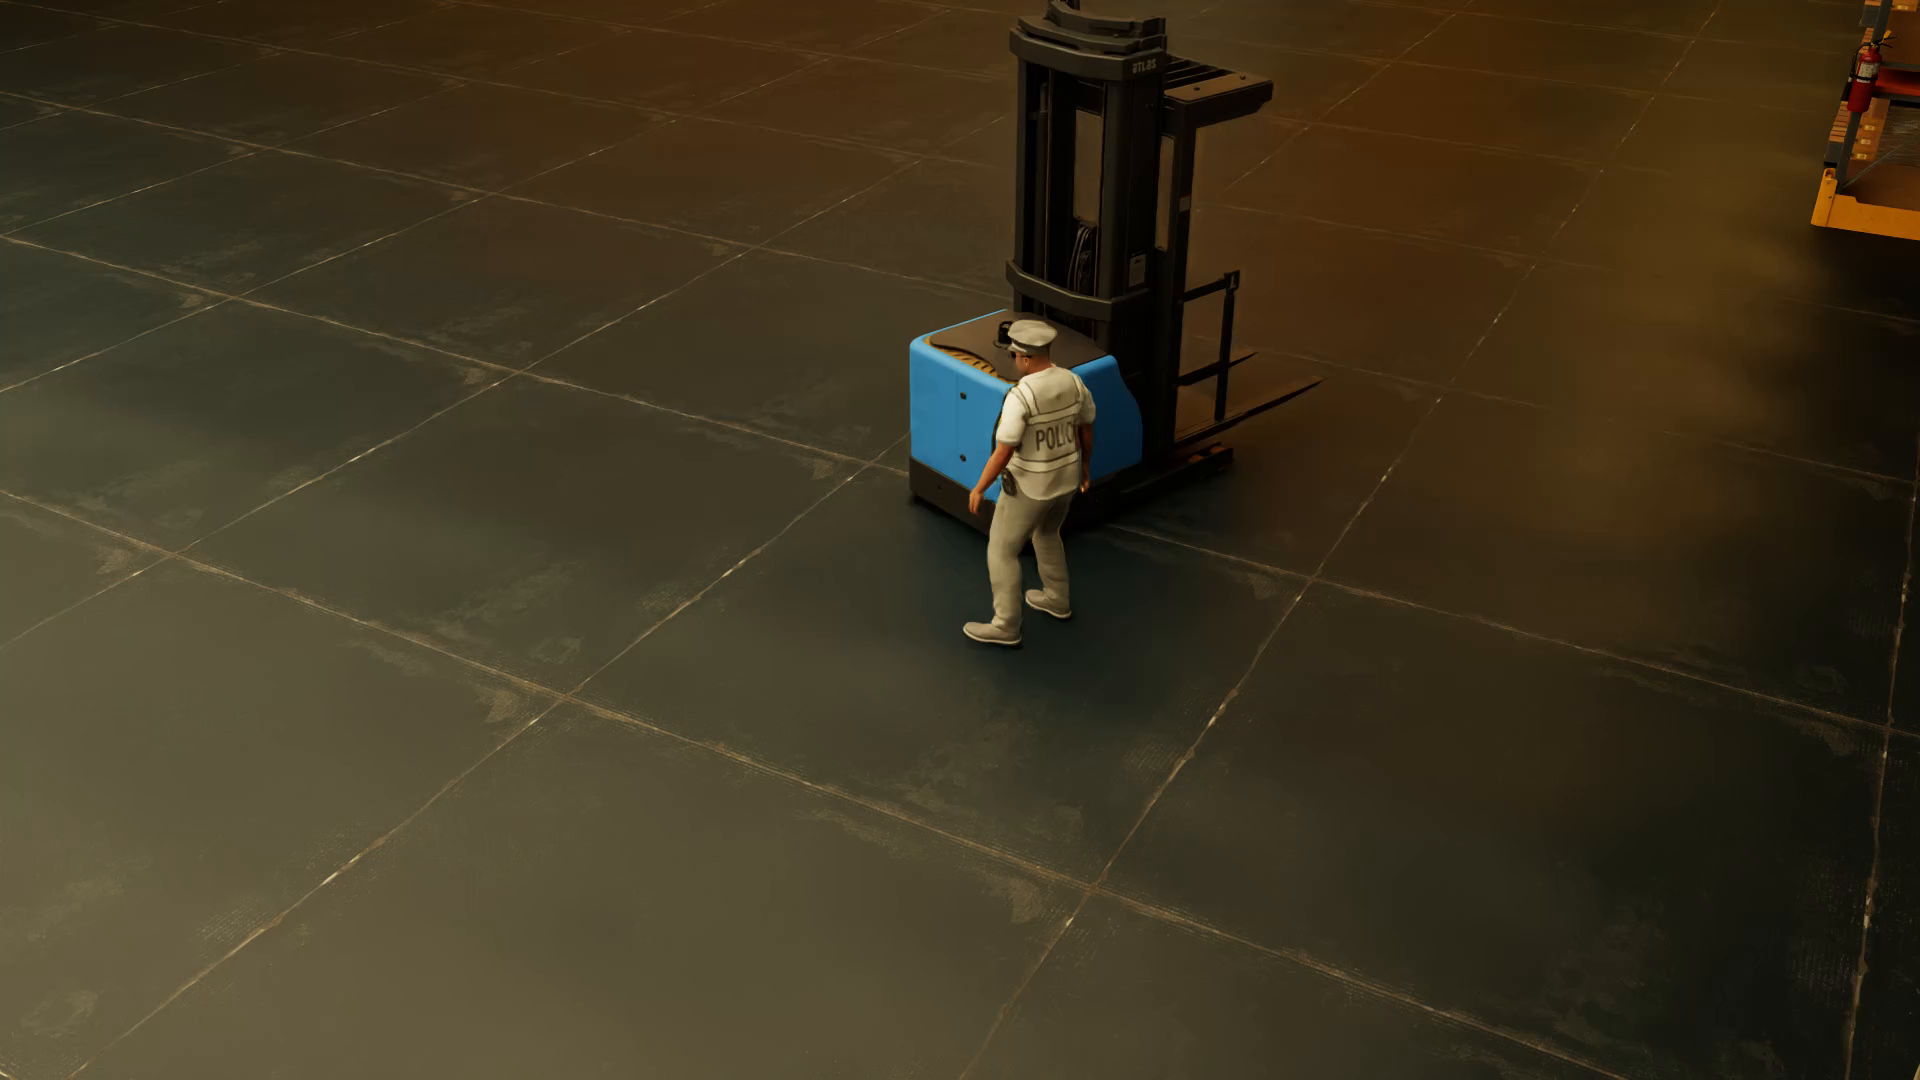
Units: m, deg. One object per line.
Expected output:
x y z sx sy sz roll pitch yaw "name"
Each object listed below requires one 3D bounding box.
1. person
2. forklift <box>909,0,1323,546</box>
0.400 -0.305 8.804 0.790 1.728 0.384 -24 38 -35 "person"
1.135 -1.830 10.242 3.031 2.935 1.130 -23 37 -34 "forklift"
